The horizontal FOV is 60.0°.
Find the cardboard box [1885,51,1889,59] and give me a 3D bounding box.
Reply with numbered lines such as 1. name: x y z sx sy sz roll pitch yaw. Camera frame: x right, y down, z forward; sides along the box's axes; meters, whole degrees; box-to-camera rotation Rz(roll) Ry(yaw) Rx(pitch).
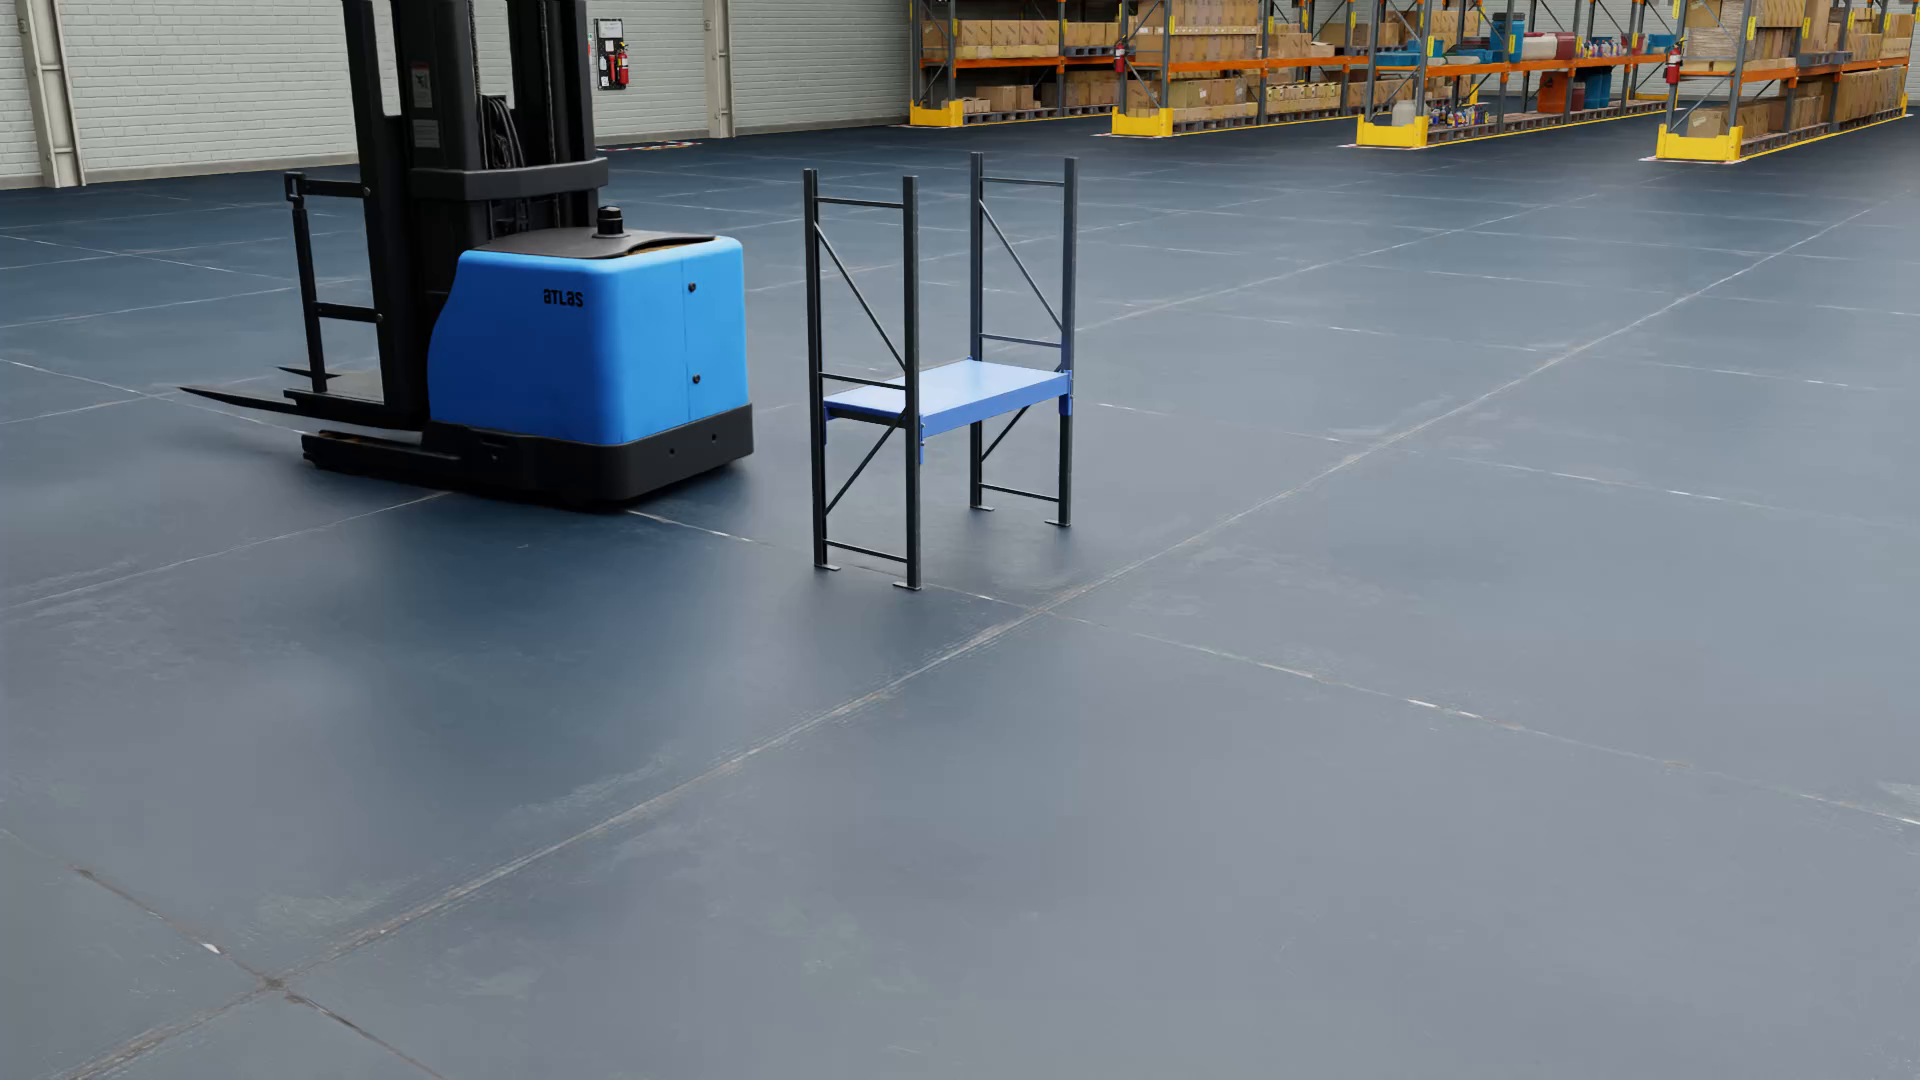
1. cardboard box: 19.304 -10.215 35.004 0.380 0.149 0.250 13 22 36

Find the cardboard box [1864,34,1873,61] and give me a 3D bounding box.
1. cardboard box: 17.883 -9.844 33.216 0.500 0.500 0.500 12 21 34

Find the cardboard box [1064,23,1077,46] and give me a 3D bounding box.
1. cardboard box: 2.178 -11.291 37.136 0.700 0.500 0.500 12 21 35

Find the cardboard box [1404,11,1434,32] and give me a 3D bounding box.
1. cardboard box: 11.101 -12.537 40.203 0.500 0.500 0.500 13 22 36

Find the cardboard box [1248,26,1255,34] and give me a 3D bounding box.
1. cardboard box: 5.689 -10.240 33.399 0.380 0.149 0.250 12 21 34

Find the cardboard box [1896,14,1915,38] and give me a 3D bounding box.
1. cardboard box: 20.852 -11.417 36.937 0.500 0.500 0.500 13 21 35

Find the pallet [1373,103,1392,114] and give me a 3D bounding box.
1. pallet: 9.414 -10.125 38.993 1.003 0.211 1.213 12 21 35

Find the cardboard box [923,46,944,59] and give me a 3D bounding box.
1. cardboard box: -0.413 -10.049 34.265 0.500 0.250 0.500 13 21 35

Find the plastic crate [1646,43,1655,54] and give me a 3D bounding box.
1. plastic crate: 15.936 -11.440 38.706 0.416 0.233 0.300 12 21 35

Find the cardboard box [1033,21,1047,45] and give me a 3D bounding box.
1. cardboard box: 1.521 -10.927 35.828 0.500 0.500 0.500 12 21 34

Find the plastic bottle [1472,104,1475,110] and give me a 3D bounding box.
1. plastic bottle: 9.536 -7.934 30.959 0.144 0.351 0.185 12 21 35

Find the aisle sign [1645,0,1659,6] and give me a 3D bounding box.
1. aisle sign: 16.758 -13.337 40.250 0.394 0.787 0.004 12 21 35

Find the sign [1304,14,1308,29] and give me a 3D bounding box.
1. sign: 7.770 -11.605 37.239 0.100 0.325 0.005 12 21 35

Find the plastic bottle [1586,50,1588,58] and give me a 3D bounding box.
1. plastic bottle: 13.151 -10.236 34.983 0.097 0.201 0.097 0 17 0

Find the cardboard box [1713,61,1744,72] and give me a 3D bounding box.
1. cardboard box: 11.759 -7.246 25.442 0.380 0.149 0.250 12 21 35

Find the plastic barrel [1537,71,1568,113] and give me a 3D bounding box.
1. plastic barrel: 12.465 -9.404 34.920 0.600 0.830 0.708 12 21 35

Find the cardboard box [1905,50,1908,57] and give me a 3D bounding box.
1. cardboard box: 20.830 -10.825 36.969 0.380 0.149 0.250 13 21 35

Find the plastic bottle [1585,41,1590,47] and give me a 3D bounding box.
1. plastic bottle: 13.427 -10.505 35.598 0.144 0.351 0.185 12 21 35

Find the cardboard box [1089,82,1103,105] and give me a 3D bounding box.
1. cardboard box: 2.877 -10.359 38.518 0.700 0.500 0.500 13 21 35

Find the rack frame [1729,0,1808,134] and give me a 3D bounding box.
1. rack frame: 13.781 -8.292 28.389 1.000 3.000 0.127 12 21 35

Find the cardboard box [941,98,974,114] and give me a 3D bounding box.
1. cardboard box: -0.052 -9.041 34.590 0.500 0.311 0.500 10 20 29

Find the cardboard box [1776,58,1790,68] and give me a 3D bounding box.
1. cardboard box: 13.476 -7.883 27.495 0.380 0.149 0.250 12 21 35

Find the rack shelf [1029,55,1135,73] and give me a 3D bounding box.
1. rack shelf: 3.039 -11.051 38.486 1.077 0.370 4.000 12 21 35

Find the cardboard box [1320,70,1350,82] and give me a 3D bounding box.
1. cardboard box: 8.610 -10.649 38.188 0.500 0.250 0.500 13 22 37

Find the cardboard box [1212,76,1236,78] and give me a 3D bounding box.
1. cardboard box: 5.300 -9.234 34.086 0.500 0.500 0.500 12 21 35

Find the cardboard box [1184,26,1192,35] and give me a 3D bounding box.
1. cardboard box: 4.156 -9.627 31.423 0.380 0.149 0.250 13 21 35

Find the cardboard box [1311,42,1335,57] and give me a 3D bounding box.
1. cardboard box: 7.959 -10.875 36.856 0.500 0.311 0.500 14 22 38

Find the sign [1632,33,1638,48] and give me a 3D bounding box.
1. sign: 15.011 -11.108 36.988 0.100 0.325 0.005 12 21 35

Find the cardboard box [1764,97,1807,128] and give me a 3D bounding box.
1. cardboard box: 14.797 -7.695 29.938 0.700 0.500 0.500 10 20 30

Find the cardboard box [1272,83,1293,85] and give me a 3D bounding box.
1. cardboard box: 7.051 -9.831 36.327 0.500 0.311 0.500 12 21 33

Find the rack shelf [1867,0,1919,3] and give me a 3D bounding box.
1. rack shelf: 19.740 -11.763 35.721 1.077 0.370 4.000 12 21 35

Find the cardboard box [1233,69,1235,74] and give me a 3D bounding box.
1. cardboard box: 7.365 -12.490 44.318 0.380 0.149 0.250 12 21 33

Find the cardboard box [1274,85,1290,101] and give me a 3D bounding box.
1. cardboard box: 6.577 -9.372 34.848 0.500 0.311 0.500 12 21 34

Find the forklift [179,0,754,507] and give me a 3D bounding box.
1. forklift: -2.512 -1.838 7.719 3.031 2.935 1.130 9 20 28

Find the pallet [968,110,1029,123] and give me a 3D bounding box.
1. pallet: 0.749 -9.129 35.784 1.003 0.211 1.213 12 21 35

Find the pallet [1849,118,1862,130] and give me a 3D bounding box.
1. pallet: 17.422 -8.377 33.364 1.003 0.211 1.213 12 21 35

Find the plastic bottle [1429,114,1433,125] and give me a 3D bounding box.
1. plastic bottle: 8.636 -7.721 30.526 0.097 0.201 0.097 0 17 0

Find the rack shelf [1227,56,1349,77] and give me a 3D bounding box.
1. rack shelf: 7.020 -10.177 35.670 1.077 0.370 4.000 12 21 35

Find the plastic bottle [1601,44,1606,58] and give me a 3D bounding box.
1. plastic bottle: 13.859 -10.568 35.928 0.152 0.276 0.135 12 21 35

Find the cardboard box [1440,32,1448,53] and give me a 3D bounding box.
1. cardboard box: 11.719 -12.312 41.163 0.500 0.500 0.500 12 21 34

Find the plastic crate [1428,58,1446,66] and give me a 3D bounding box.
1. plastic crate: 8.212 -8.245 28.682 0.298 0.136 0.250 12 21 35

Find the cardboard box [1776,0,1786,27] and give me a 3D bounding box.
1. cardboard box: 12.838 -8.447 26.532 0.500 0.500 0.500 12 21 35

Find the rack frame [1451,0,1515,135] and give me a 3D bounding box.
1. rack frame: 9.804 -9.168 31.208 1.000 3.000 0.127 12 21 35

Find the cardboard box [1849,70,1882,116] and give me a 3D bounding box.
1. cardboard box: 18.183 -9.228 34.276 1.225 0.875 0.875 12 21 35

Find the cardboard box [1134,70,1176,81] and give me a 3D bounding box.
1. cardboard box: 4.774 -11.197 40.659 0.750 0.750 0.750 12 21 34

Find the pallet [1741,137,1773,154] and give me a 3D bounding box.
1. pallet: 12.683 -6.503 27.328 1.003 0.211 1.213 12 21 35

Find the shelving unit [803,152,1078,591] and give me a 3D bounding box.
1. shelving unit: -0.051 -0.696 6.456 0.538 1.500 1.048 12 21 35

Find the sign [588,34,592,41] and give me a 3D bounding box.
1. sign: -6.294 -8.430 27.880 0.001 0.109 0.331 12 21 35

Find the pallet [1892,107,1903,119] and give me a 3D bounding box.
1. pallet: 20.518 -9.615 37.349 1.003 0.211 1.213 12 21 35

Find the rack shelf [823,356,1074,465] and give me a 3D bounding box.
1. rack shelf: -0.051 -0.524 6.509 0.538 0.185 1.000 12 21 35

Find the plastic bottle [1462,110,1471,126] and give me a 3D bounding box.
1. plastic bottle: 9.245 -7.712 30.371 0.152 0.276 0.135 13 21 36

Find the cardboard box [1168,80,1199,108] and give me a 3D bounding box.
1. cardboard box: 4.239 -8.545 31.865 0.500 0.500 0.500 12 21 35

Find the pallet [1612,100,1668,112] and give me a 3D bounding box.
1. pallet: 16.431 -10.505 40.214 1.003 0.211 1.213 12 21 35
